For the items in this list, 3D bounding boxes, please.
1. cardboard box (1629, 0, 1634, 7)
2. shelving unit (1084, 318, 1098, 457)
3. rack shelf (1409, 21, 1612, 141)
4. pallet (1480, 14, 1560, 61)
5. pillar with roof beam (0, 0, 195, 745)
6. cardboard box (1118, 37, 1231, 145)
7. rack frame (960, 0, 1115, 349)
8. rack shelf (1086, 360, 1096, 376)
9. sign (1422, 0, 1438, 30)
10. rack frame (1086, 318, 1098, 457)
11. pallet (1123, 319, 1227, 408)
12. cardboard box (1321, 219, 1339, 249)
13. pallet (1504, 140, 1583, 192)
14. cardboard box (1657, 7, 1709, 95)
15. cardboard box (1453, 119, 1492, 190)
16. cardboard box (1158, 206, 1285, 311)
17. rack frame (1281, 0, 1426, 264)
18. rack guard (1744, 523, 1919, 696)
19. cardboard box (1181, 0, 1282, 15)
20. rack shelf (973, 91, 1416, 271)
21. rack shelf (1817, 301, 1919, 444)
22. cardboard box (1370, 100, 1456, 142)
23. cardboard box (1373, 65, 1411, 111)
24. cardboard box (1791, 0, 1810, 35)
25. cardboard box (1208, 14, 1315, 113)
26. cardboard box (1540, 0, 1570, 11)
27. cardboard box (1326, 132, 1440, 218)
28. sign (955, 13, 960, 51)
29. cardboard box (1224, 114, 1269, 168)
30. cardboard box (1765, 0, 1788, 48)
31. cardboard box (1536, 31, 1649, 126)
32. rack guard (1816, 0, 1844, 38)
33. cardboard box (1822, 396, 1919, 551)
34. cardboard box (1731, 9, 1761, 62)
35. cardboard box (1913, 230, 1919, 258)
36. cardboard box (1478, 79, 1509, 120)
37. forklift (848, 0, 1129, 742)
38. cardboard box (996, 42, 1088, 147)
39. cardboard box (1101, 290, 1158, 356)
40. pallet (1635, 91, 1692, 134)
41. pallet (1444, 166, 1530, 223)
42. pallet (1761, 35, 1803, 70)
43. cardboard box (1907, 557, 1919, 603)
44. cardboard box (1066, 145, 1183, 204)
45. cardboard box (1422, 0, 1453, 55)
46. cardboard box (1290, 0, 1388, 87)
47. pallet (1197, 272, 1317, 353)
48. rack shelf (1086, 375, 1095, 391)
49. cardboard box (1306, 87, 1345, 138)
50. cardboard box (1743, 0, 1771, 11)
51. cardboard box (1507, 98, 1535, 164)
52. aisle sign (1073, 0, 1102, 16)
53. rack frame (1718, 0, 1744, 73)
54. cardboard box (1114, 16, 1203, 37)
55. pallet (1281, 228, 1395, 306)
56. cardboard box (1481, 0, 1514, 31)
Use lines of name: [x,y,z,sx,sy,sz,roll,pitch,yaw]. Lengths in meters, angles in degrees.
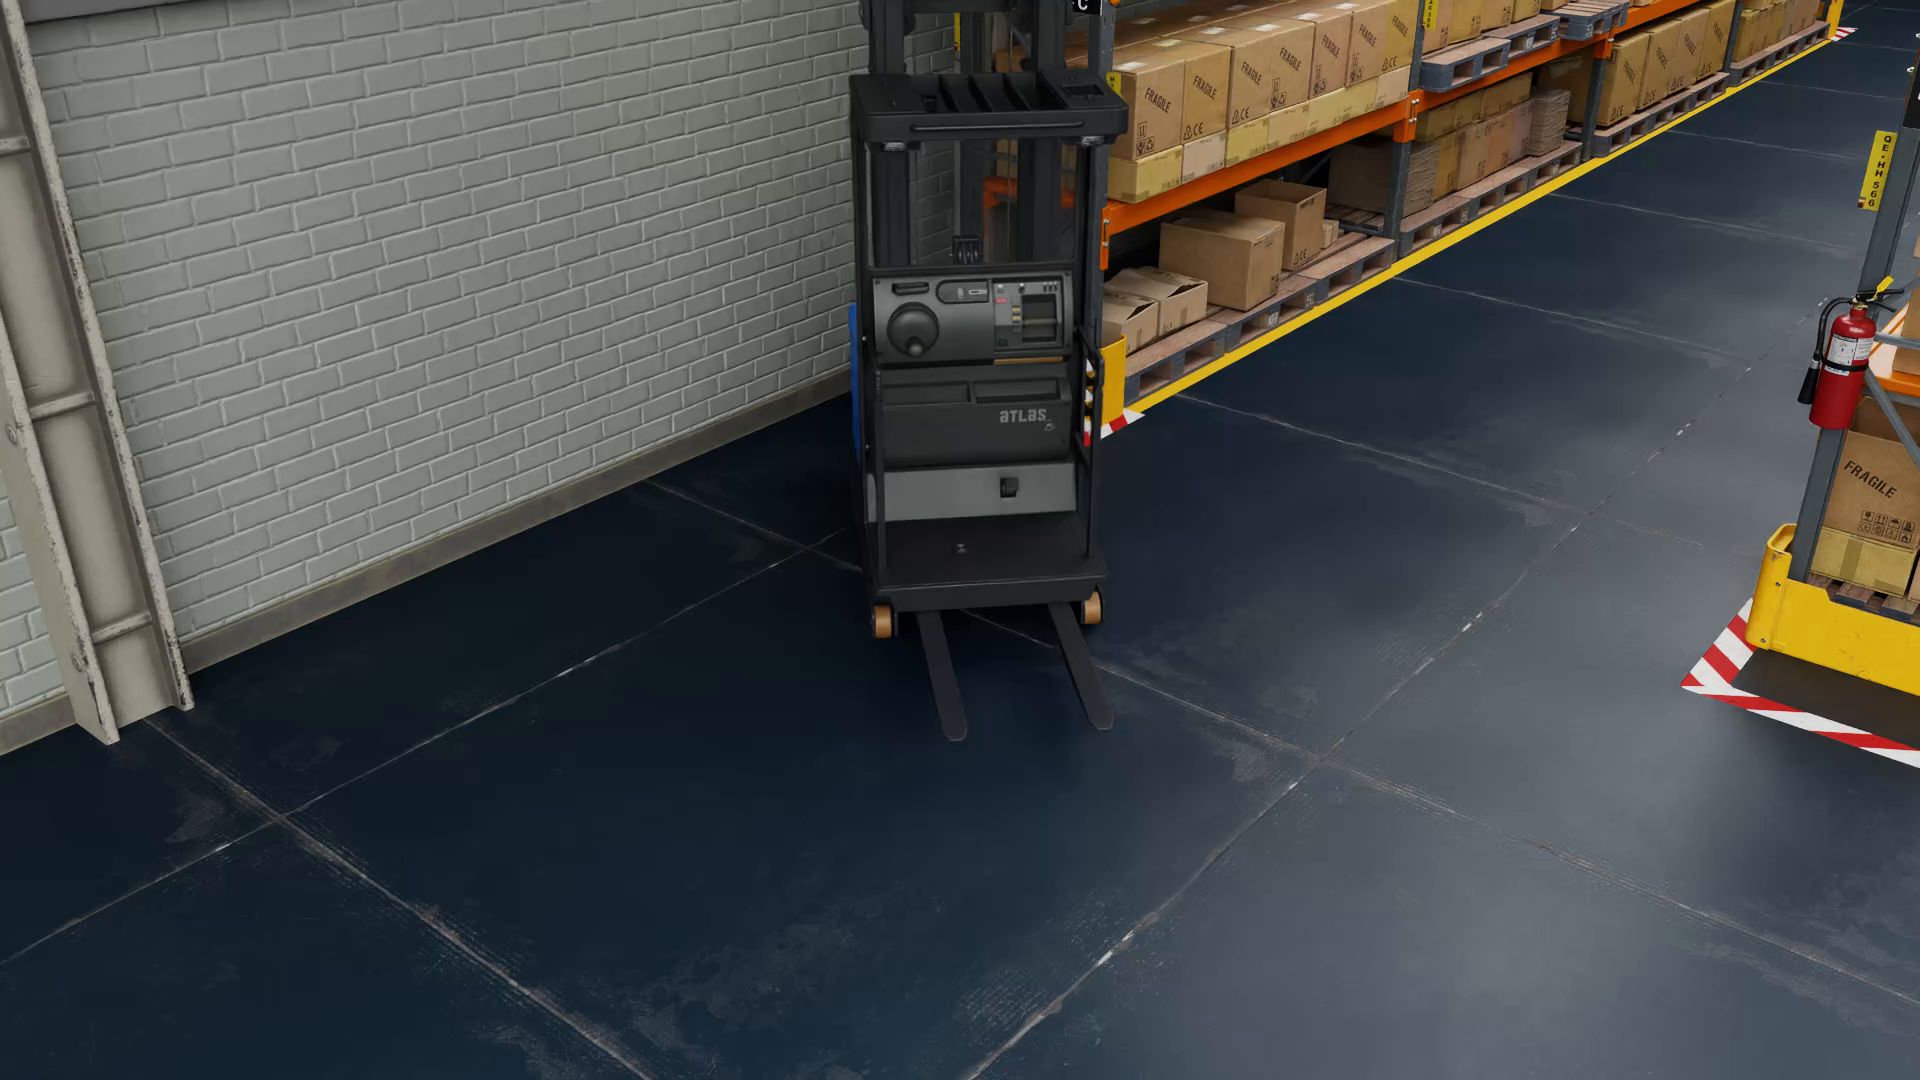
cardboard box: [6.068,-5.071,15.539,0.380,0.149,0.250,21,34,35]
shelving unit: [0.610,-0.845,9.405,0.210,0.900,0.258,-13,30,-24]
rack shelf: [4.241,-4.009,14.018,1.077,0.370,4.000,21,34,34]
pallet: [4.285,-4.239,13.888,1.003,0.211,1.213,21,34,34]
pillar with roof beam: [-0.292,-1.982,2.787,9.100,9.000,0.400,21,34,34]
cardboard box: [1.282,-2.731,10.089,0.500,0.500,0.500,21,34,35]
rack frame: [0.424,-2.201,9.741,1.000,3.000,0.127,21,34,34]
rack shelf: [0.610,-0.976,9.337,0.200,0.077,0.258,-13,30,-24]
sign: [3.392,-3.848,11.982,0.100,0.325,0.005,21,34,34]
rack frame: [0.701,-0.867,9.446,0.006,0.900,0.240,-13,30,-24]
pallet: [1.017,-1.268,10.971,1.003,0.211,1.213,21,34,34]
cardboard box: [2.651,-2.358,12.649,0.380,0.166,0.250,16,31,28]
pallet: [5.015,-3.523,15.330,1.003,0.211,1.213,21,34,34]
cardboard box: [7.181,-5.103,17.233,0.750,0.750,0.750,22,35,36]
cardboard box: [4.070,-3.338,14.179,0.700,0.500,0.500,21,34,35]
cardboard box: [1.802,-1.953,11.503,0.700,0.500,0.500,18,33,31]
rack frame: [2.969,-3.620,12.482,1.000,3.000,0.127,21,34,34]
rack guard: [4.234,0.364,7.503,1.175,0.500,0.348,21,34,34]
cardboard box: [1.855,-3.432,11.445,0.500,0.500,0.500,22,34,36]
rack shelf: [1.696,-2.591,11.277,1.077,0.370,4.000,21,34,34]
rack shelf: [5.521,-1.145,8.481,1.077,0.370,4.000,21,34,34]
cardboard box: [3.701,-3.461,13.601,0.500,0.250,0.500,20,33,33]
cardboard box: [2.901,-3.305,12.016,0.500,0.250,0.500,21,34,35]
cardboard box: [9.915,-6.496,20.305,0.700,0.500,0.500,21,34,34]
cardboard box: [1.935,-3.098,10.800,0.500,0.500,0.500,22,35,36]
cardboard box: [4.887,-4.902,14.374,0.700,0.500,0.500,17,32,30]
cardboard box: [3.424,-2.971,13.469,0.700,0.500,0.500,22,35,36]
sign: [0.009,-3.025,9.730,0.100,0.325,0.005,21,34,34]
cardboard box: [1.628,-2.591,10.636,0.500,0.250,0.500,20,34,34]
cardboard box: [9.262,-6.126,19.591,0.700,0.500,0.500,22,34,36]
cardboard box: [6.082,-4.492,16.051,0.750,0.750,0.750,20,34,34]
rack guard: [10.617,-6.773,21.297,1.175,0.500,0.348,21,34,34]
cardboard box: [4.361,-0.330,7.844,0.500,0.500,0.500,21,34,34]
cardboard box: [8.612,-5.768,18.898,0.700,0.500,0.500,21,34,35]
cardboard box: [4.345,-1.279,7.142,0.380,0.149,0.250,20,33,34]
cardboard box: [4.361,-3.818,14.291,0.500,0.250,0.500,21,34,34]
forklift: [0.092,-1.005,7.503,1.130,2.935,3.031,-3,28,-7]
cardboard box: [0.560,-2.706,10.042,0.500,0.500,0.500,20,34,34]
cardboard box: [0.934,-1.422,10.681,0.500,0.311,0.500,17,32,29]
pallet: [6.849,-4.487,17.195,1.003,0.211,1.213,21,34,34]
pallet: [4.238,-3.092,14.497,1.003,0.211,1.213,21,34,34]
pallet: [9.377,-5.899,19.923,1.003,0.211,1.213,21,34,34]
cardboard box: [4.762,0.155,7.722,0.500,0.250,0.500,21,34,34]
cardboard box: [0.980,-2.224,9.926,0.500,0.250,0.500,20,33,33]
cardboard box: [3.319,-4.030,12.688,0.700,0.500,0.500,21,34,35]
cardboard box: [2.593,-3.458,11.496,0.500,0.500,0.500,21,34,34]
pallet: [1.793,-1.698,11.803,1.003,0.211,1.213,21,34,34]
rack shelf: [0.610,-0.896,9.379,0.200,0.077,0.258,-13,30,-24]
cardboard box: [2.270,-2.948,11.326,0.500,0.250,0.500,21,34,34]
cardboard box: [8.971,-6.124,18.880,0.380,0.149,0.250,22,35,36]
cardboard box: [4.678,-3.704,14.887,0.700,0.500,0.500,21,34,34]
aisle sign: [0.610,-3.243,8.925,0.394,0.787,0.004,21,34,34]
rack frame: [8.057,-6.456,17.965,1.000,3.000,0.127,21,34,34]
cardboard box: [1.213,-3.066,10.738,0.500,0.500,0.500,20,33,33]
pallet: [2.569,-2.133,12.643,1.003,0.211,1.213,21,34,34]
cardboard box: [4.074,-4.469,13.536,0.500,0.500,0.700,-23,35,-37]
